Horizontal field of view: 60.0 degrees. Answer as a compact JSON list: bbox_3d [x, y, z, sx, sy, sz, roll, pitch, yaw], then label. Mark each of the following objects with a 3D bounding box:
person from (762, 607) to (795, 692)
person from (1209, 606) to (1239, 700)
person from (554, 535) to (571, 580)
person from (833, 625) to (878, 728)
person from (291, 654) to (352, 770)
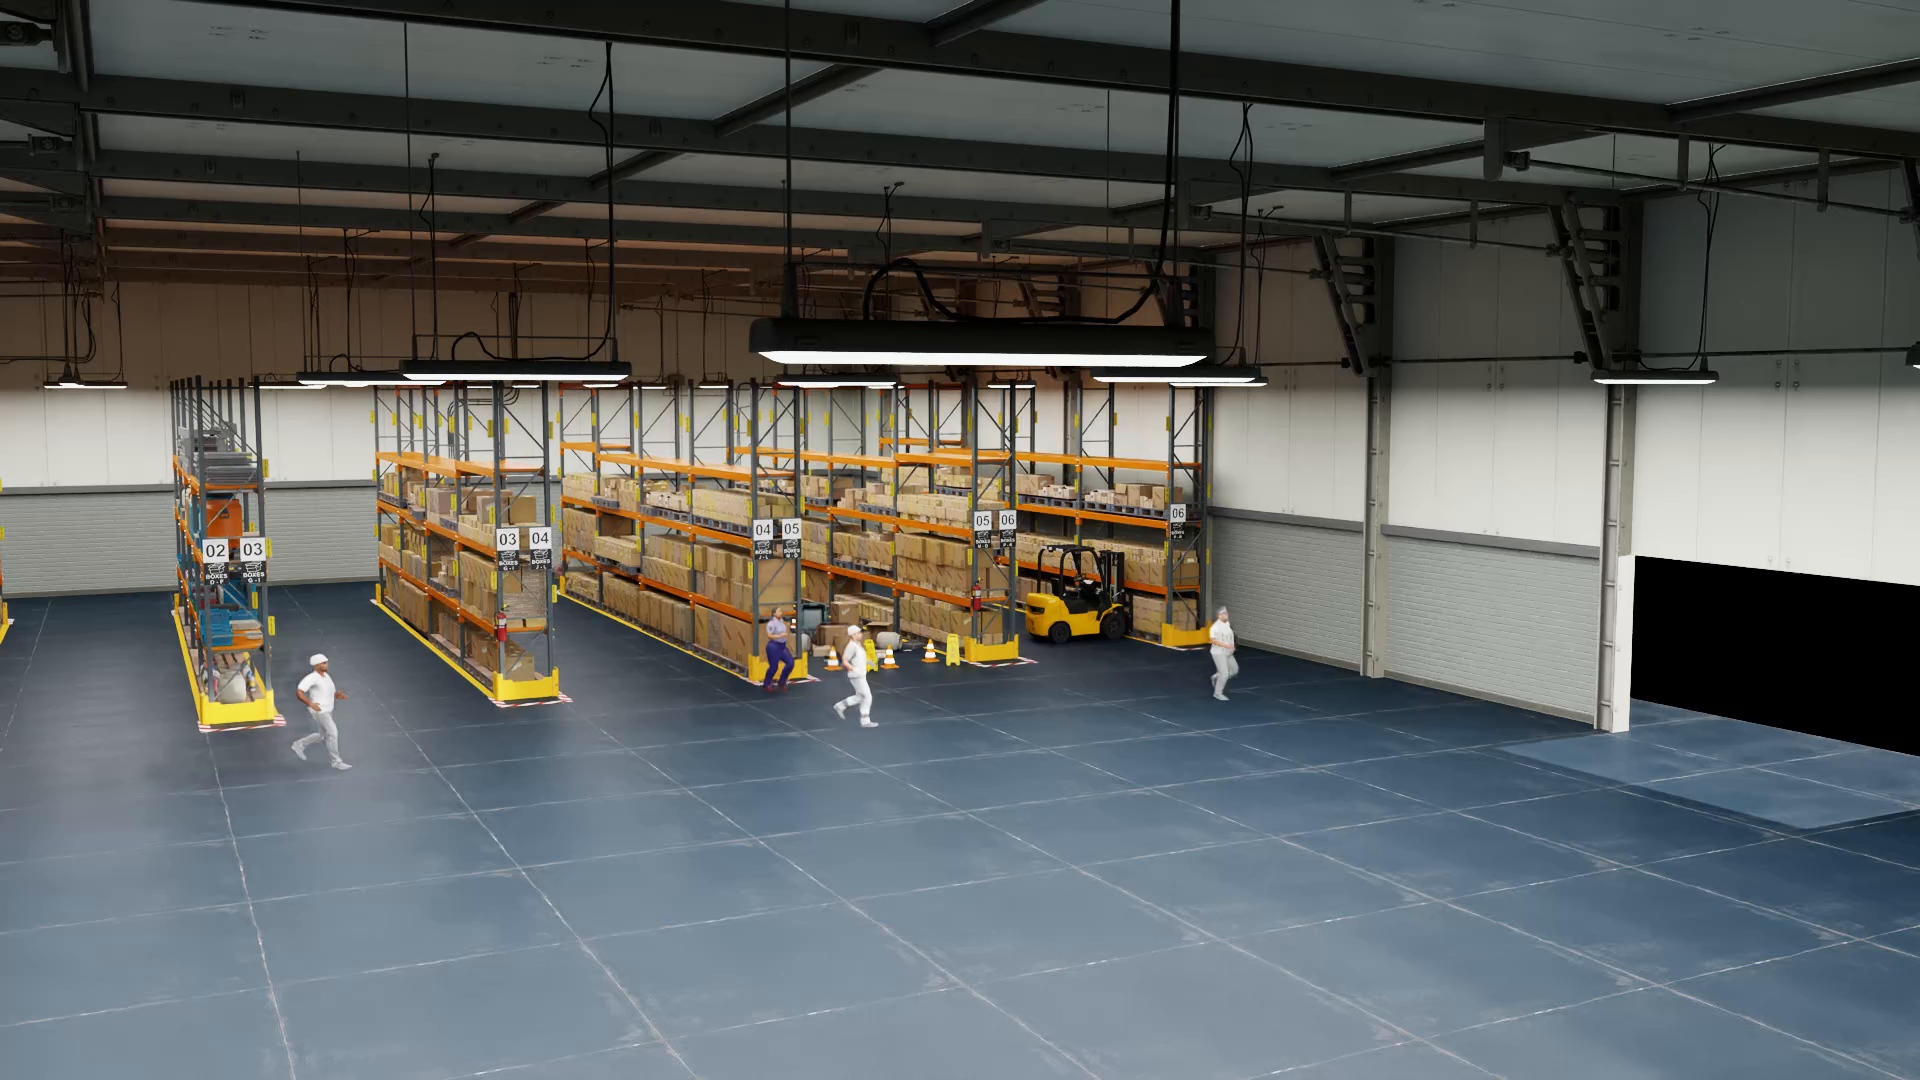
[{"bbox_3d":[-3.461,2.107,31.674,0.628,1.684,0.607,3,6,28],"label":"person"},{"bbox_3d":[4.910,2.099,31.015,0.611,1.752,0.705,4,6,38],"label":"person"},{"bbox_3d":[-11.570,0.624,48.609,0.603,1.592,0.707,-2,5,-21],"label":"person"},{"bbox_3d":[-1.783,2.330,28.378,0.780,1.750,0.664,1,5,8],"label":"person"},{"bbox_3d":[-9.713,2.609,25.226,0.935,1.769,0.700,0,5,-3],"label":"person"}]
